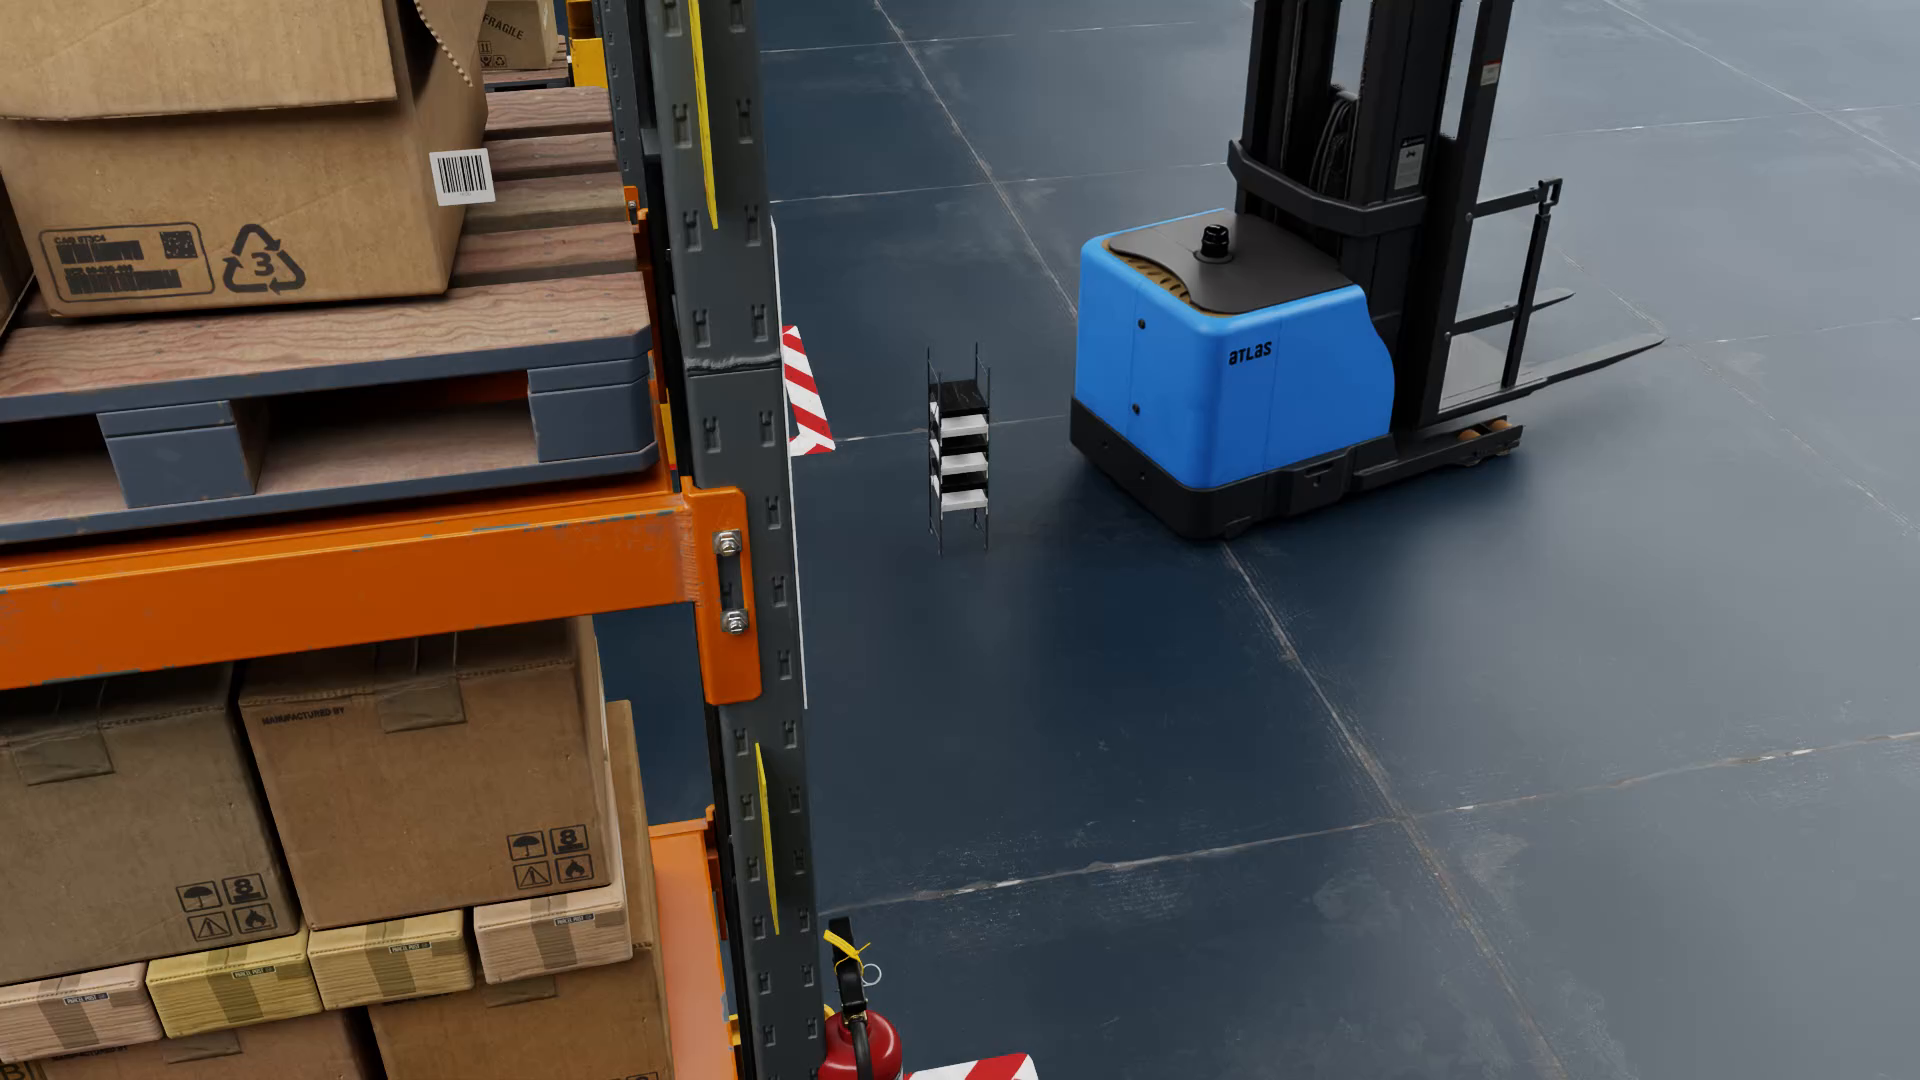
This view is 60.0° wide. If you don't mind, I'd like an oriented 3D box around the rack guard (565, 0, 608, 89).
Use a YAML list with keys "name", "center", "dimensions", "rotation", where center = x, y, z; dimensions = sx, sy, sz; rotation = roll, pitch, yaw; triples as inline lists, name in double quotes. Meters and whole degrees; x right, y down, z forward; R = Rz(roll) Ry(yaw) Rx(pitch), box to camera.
- name: "rack guard"
  center: [-2.664, -3.585, 12.143]
  dimensions: [0.348, 0.500, 1.175]
  rotation: [-7, 35, -11]

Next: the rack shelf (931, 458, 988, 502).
- name: "rack shelf"
  center: [-0.008, -0.270, 7.066]
  dimensions: [0.200, 0.077, 0.258]
  rotation: [-7, 35, -11]

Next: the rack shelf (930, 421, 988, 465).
- name: "rack shelf"
  center: [-0.008, -0.420, 6.966]
  dimensions: [0.200, 0.077, 0.258]
  rotation: [-7, 35, -11]

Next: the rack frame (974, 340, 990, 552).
- name: "rack frame"
  center: [0.091, -0.385, 7.016]
  dimensions: [0.006, 0.900, 0.240]
  rotation: [-7, 35, -11]

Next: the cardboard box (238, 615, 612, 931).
- name: "cardboard box"
  center: [-0.918, 0.229, 2.962]
  dimensions: [0.500, 0.500, 0.700]
  rotation: [-7, 35, -10]

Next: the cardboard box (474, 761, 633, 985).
- name: "cardboard box"
  center: [-0.739, 0.592, 3.004]
  dimensions: [0.250, 0.149, 0.380]
  rotation: [-8, 35, -11]

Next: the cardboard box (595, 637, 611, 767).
- name: "cardboard box"
  center: [-0.838, 0.373, 3.331]
  dimensions: [0.250, 0.149, 0.380]
  rotation: [-7, 35, -11]

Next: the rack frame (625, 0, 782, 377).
- name: "rack frame"
  center: [-0.408, -1.739, 1.765]
  dimensions: [0.127, 3.000, 1.000]
  rotation: [-7, 35, -11]

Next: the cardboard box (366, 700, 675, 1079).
- name: "cardboard box"
  center: [-0.866, 0.761, 3.334]
  dimensions: [0.500, 0.500, 0.700]
  rotation: [-7, 35, -11]

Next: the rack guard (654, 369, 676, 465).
- name: "rack guard"
  center: [-1.561, -0.867, 8.094]
  dimensions: [0.348, 0.500, 1.175]
  rotation: [-7, 35, -11]

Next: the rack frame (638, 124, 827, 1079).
- name: "rack frame"
  center: [-0.408, 0.753, 3.437]
  dimensions: [0.127, 3.000, 1.000]
  rotation: [-7, 35, -11]

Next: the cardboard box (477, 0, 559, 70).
- name: "cardboard box"
  center: [-3.203, -3.701, 11.939]
  dimensions: [0.500, 0.500, 0.500]
  rotation: [-1, 34, -2]

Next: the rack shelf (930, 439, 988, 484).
- name: "rack shelf"
  center: [-0.008, -0.345, 7.016]
  dimensions: [0.200, 0.077, 0.258]
  rotation: [-7, 35, -11]

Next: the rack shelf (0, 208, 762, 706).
- name: "rack shelf"
  center: [-2.359, 0.052, 2.435]
  dimensions: [4.000, 0.370, 1.077]
  rotation: [-7, 35, -11]

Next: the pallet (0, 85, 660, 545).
- name: "pallet"
  center: [-1.104, -0.383, 2.517]
  dimensions: [1.213, 0.211, 1.003]
  rotation: [-7, 35, -11]

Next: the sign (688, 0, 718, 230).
- name: "sign"
  center: [-0.302, -0.531, 1.934]
  dimensions: [0.005, 0.325, 0.100]
  rotation: [-7, 35, -11]

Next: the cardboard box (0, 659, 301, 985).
- name: "cardboard box"
  center: [-1.430, 0.297, 2.862]
  dimensions: [0.500, 0.500, 0.700]
  rotation: [-8, 35, -12]

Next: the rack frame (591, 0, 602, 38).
- name: "rack frame"
  center: [-2.590, -4.632, 11.461]
  dimensions: [0.127, 3.000, 1.000]
  rotation: [-7, 35, -11]

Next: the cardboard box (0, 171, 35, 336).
- name: "cardboard box"
  center: [-1.473, -0.378, 2.062]
  dimensions: [0.500, 0.250, 0.500]
  rotation: [-7, 35, -11]

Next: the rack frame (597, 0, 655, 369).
- name: "rack frame"
  center: [-1.497, -1.940, 7.449]
  dimensions: [0.127, 3.000, 1.000]
  rotation: [-7, 35, -11]

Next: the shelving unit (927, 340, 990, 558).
- name: "shelving unit"
  center: [-0.008, -0.373, 6.998]
  dimensions: [0.210, 0.900, 0.258]
  rotation: [-7, 35, -11]

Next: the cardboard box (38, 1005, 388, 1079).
- name: "cardboard box"
  center: [-1.378, 0.829, 3.234]
  dimensions: [0.500, 0.500, 0.700]
  rotation: [-6, 34, -9]

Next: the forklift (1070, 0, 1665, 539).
- name: "forklift"
  center: [2.058, -1.803, 7.306]
  dimensions: [3.031, 2.935, 1.130]
  rotation: [-17, 37, -23]

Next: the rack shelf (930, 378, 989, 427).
- name: "rack shelf"
  center: [-0.008, -0.569, 6.866]
  dimensions: [0.200, 0.077, 0.258]
  rotation: [-7, 35, -11]

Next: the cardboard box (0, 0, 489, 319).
- name: "cardboard box"
  center: [-0.970, -0.700, 2.314]
  dimensions: [0.637, 0.503, 0.797]
  rotation: [-5, 34, -7]

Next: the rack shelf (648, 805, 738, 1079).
- name: "rack shelf"
  center: [-2.359, 1.297, 3.271]
  dimensions: [4.000, 0.370, 1.077]
  rotation: [-7, 35, -11]

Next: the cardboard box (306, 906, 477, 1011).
- name: "cardboard box"
  center: [-0.994, 0.625, 2.955]
  dimensions: [0.250, 0.149, 0.380]
  rotation: [-6, 34, -9]

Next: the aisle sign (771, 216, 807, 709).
- name: "aisle sign"
  center: [-0.279, -0.175, 2.486]
  dimensions: [0.004, 0.787, 0.394]
  rotation: [-7, 35, -11]

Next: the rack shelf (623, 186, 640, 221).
- name: "rack shelf"
  center: [-3.448, -1.395, 7.283]
  dimensions: [4.000, 0.370, 1.077]
  rotation: [-7, 35, -11]

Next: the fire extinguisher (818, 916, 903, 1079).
- name: "fire extinguisher"
  center: [-0.190, 1.023, 3.104]
  dimensions: [0.183, 0.674, 0.296]
  rotation: [-7, 35, -11]

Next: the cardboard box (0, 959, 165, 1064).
- name: "cardboard box"
  center: [-1.489, 0.686, 2.863]
  dimensions: [0.250, 0.149, 0.380]
  rotation: [-7, 34, -10]

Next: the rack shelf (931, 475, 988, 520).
- name: "rack shelf"
  center: [-0.008, -0.196, 7.117]
  dimensions: [0.200, 0.077, 0.258]
  rotation: [-7, 35, -11]

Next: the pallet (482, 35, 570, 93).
- name: "pallet"
  center: [-3.464, -3.384, 12.103]
  dimensions: [1.213, 0.211, 1.003]
  rotation: [-7, 35, -11]

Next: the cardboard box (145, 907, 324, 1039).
- name: "cardboard box"
  center: [-1.243, 0.657, 2.908]
  dimensions: [0.250, 0.149, 0.380]
  rotation: [-8, 35, -11]

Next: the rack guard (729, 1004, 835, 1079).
- name: "rack guard"
  center: [-0.385, 1.788, 4.138]
  dimensions: [0.348, 0.500, 1.175]
  rotation: [-7, 35, -11]

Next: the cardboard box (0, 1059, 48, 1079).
- name: "cardboard box"
  center: [-1.863, 0.887, 3.147]
  dimensions: [0.500, 0.500, 0.700]
  rotation: [-7, 34, -10]

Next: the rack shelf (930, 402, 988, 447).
- name: "rack shelf"
  center: [-0.008, -0.494, 6.916]
  dimensions: [0.200, 0.077, 0.258]
  rotation: [-7, 35, -11]

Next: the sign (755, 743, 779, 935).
- name: "sign"
  center: [-0.302, 0.470, 2.606]
  dimensions: [0.005, 0.325, 0.100]
  rotation: [-7, 35, -11]

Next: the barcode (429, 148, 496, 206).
- name: "barcode"
  center: [-0.596, -0.435, 1.993]
  dimensions: [0.075, 0.075, 0.001]
  rotation: [-7, 35, -11]

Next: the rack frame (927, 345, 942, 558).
- name: "rack frame"
  center: [-0.107, -0.360, 6.979]
  dimensions: [0.006, 0.900, 0.240]
  rotation: [-7, 35, -11]
